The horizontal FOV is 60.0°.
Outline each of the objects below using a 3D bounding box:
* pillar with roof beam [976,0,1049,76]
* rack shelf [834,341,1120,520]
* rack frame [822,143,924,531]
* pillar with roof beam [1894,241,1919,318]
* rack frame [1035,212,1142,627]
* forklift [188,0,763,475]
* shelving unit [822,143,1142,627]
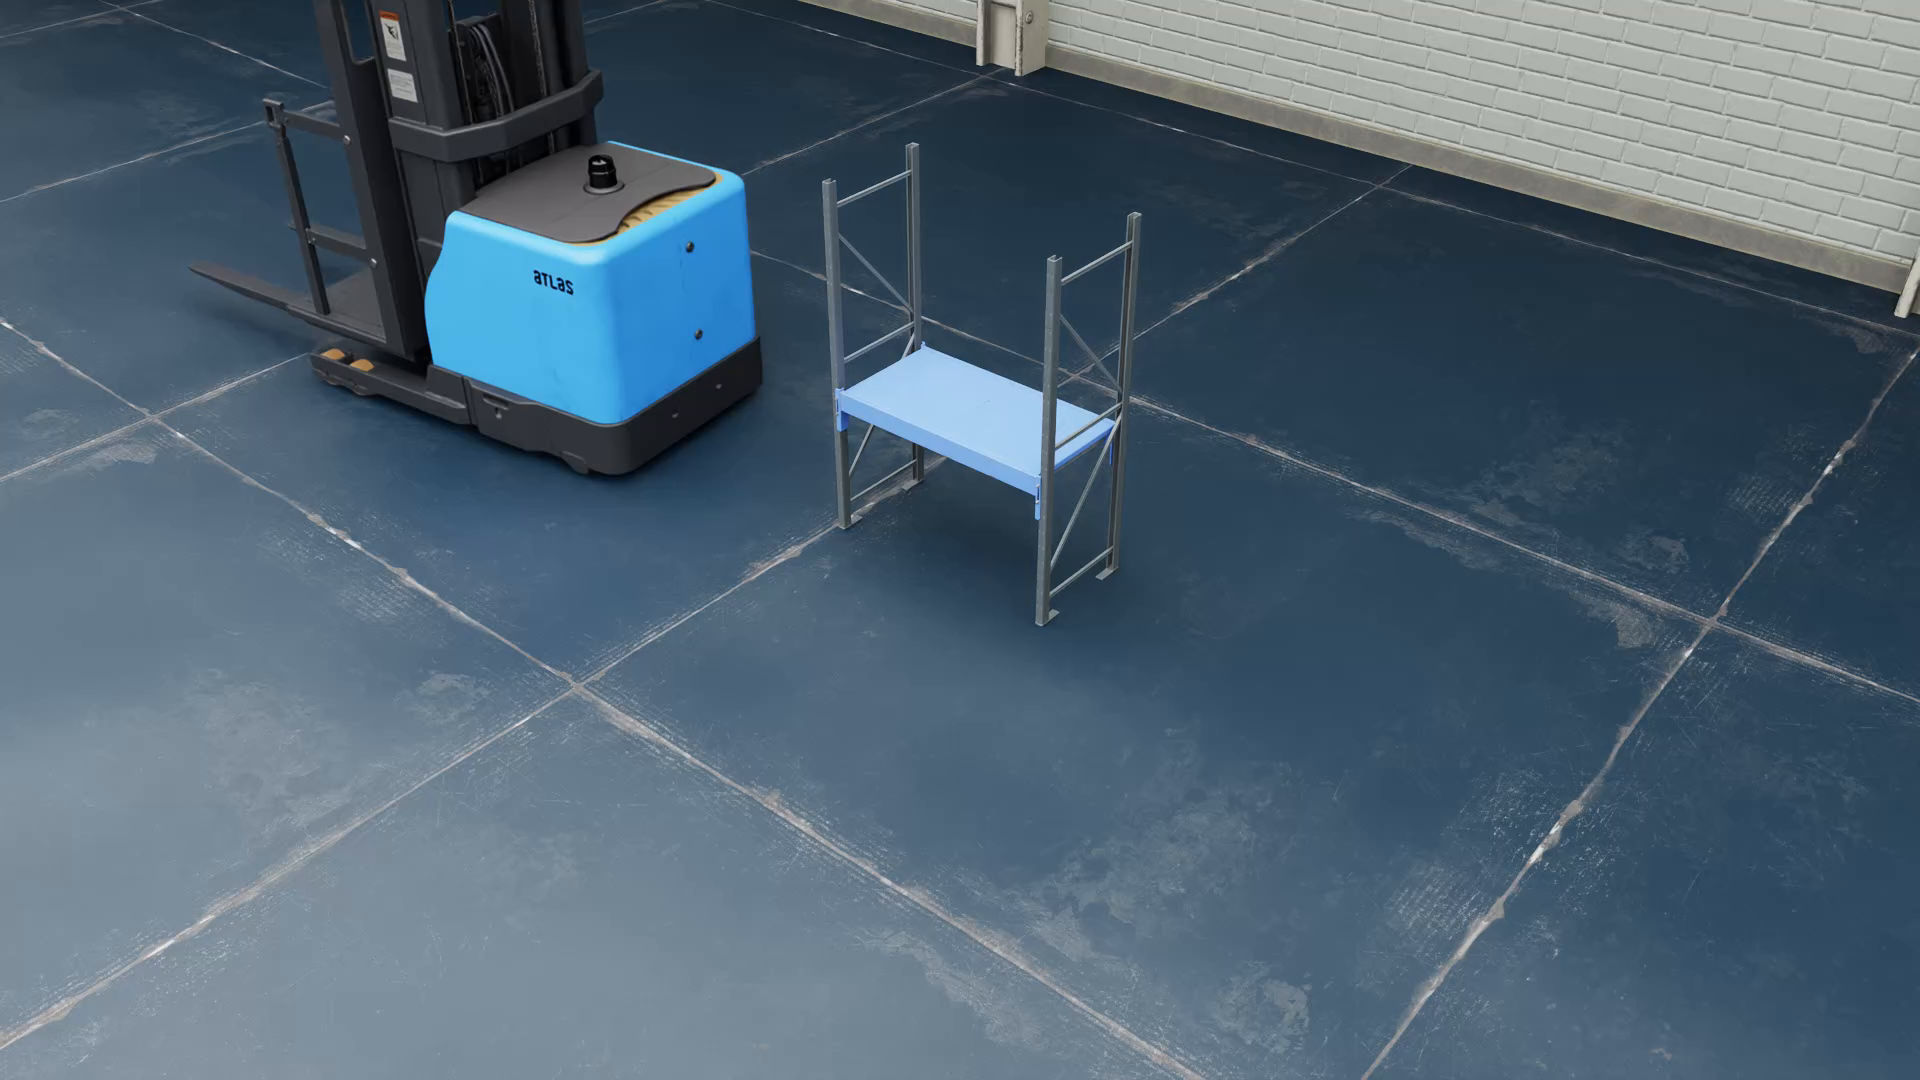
[{"bbox_3d":[-2.394,-5.144,6.291,0.400,9.000,9.100,25,42,32],"label":"pillar with roof beam"},{"bbox_3d":[0.066,-0.439,6.382,1.000,0.185,0.538,25,42,32],"label":"rack shelf"},{"bbox_3d":[-0.325,-0.771,6.549,0.032,1.500,0.500,25,42,32],"label":"rack frame"},{"bbox_3d":[2.217,-2.970,3.126,0.400,9.000,9.100,25,42,32],"label":"pillar with roof beam"},{"bbox_3d":[0.456,-0.403,6.012,0.032,1.500,0.500,25,42,32],"label":"rack frame"},{"bbox_3d":[-2.431,-2.109,7.232,3.031,2.935,1.130,20,39,26],"label":"forklift"},{"bbox_3d":[0.066,-0.587,6.280,1.048,1.500,0.538,25,42,32],"label":"shelving unit"}]
